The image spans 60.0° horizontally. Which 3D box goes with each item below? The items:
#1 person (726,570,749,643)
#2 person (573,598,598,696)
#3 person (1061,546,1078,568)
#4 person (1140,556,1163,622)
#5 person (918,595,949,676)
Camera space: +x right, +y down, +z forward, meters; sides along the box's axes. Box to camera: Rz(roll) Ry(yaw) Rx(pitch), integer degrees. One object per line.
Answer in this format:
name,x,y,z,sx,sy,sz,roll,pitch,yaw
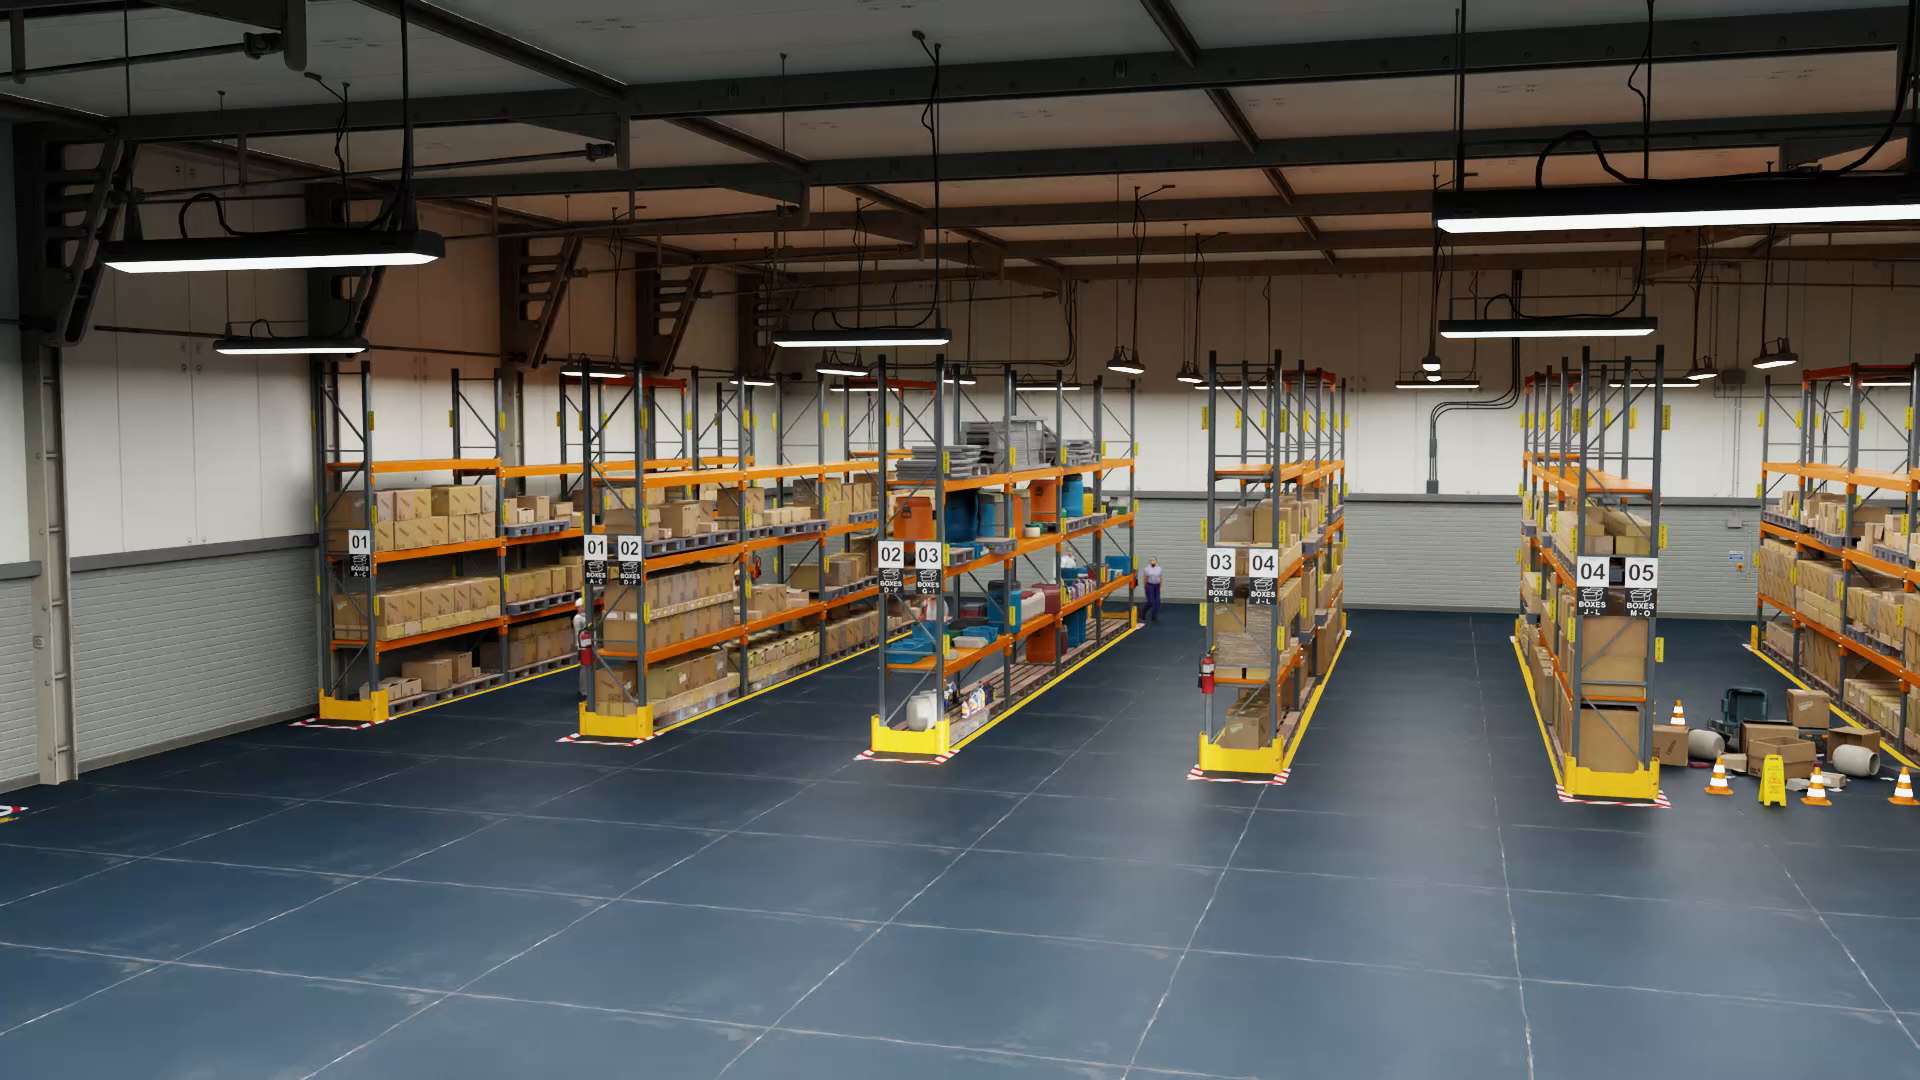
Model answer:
person,-4.895,1.552,36.609,0.734,1.808,0.878,1,4,16
person,-6.835,1.949,30.361,0.410,1.784,0.555,0,4,-4
person,2.865,0.982,44.310,0.541,1.674,0.477,2,4,23
person,4.780,1.213,41.359,0.494,1.639,0.498,-3,5,-34
person,-0.547,1.808,33.001,0.669,1.812,0.877,1,4,16
